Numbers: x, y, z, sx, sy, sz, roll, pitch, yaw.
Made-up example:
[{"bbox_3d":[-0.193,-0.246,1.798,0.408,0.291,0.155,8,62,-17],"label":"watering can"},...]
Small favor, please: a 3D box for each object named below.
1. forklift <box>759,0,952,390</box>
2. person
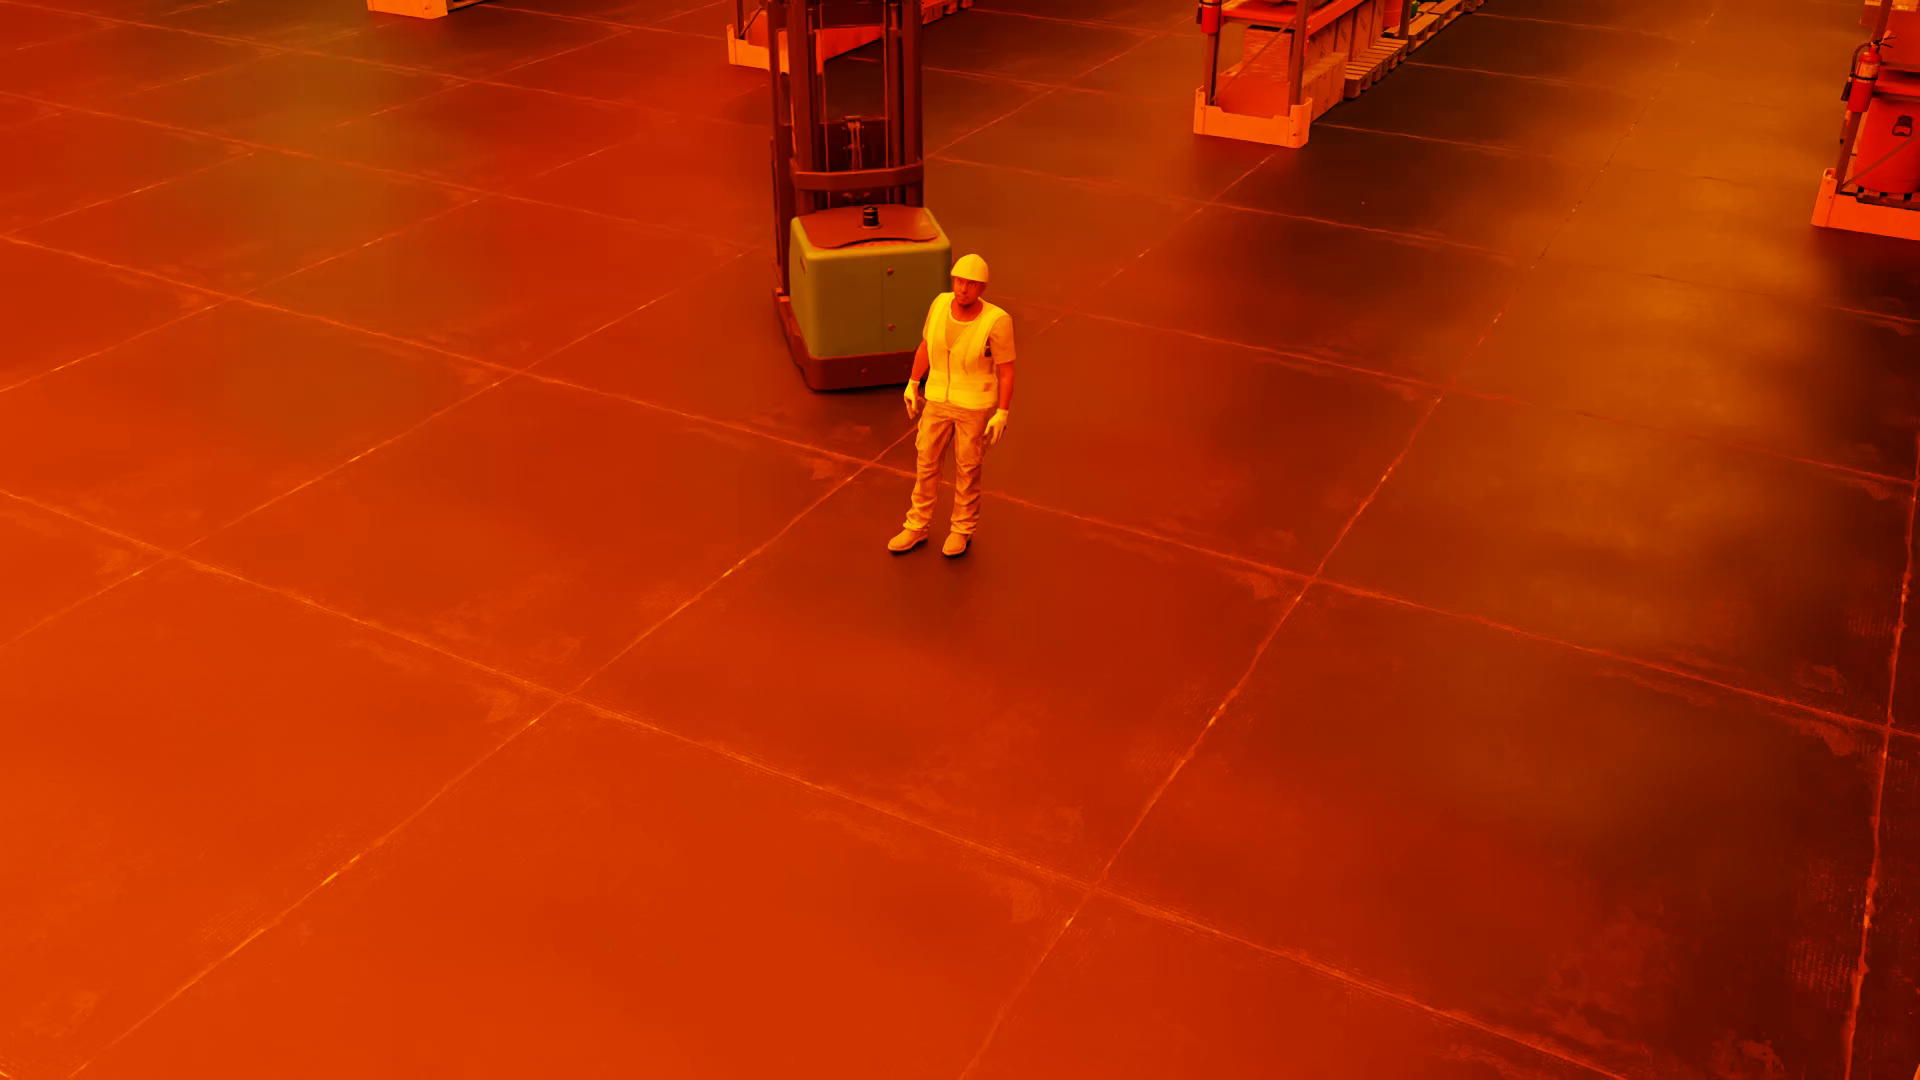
[{"bbox_3d":[-0.870,-3.043,12.344,1.130,2.935,3.031,-7,31,-11],"label":"forklift"},{"bbox_3d":[-0.042,-0.748,9.502,0.656,1.784,0.575,15,33,25],"label":"person"}]
